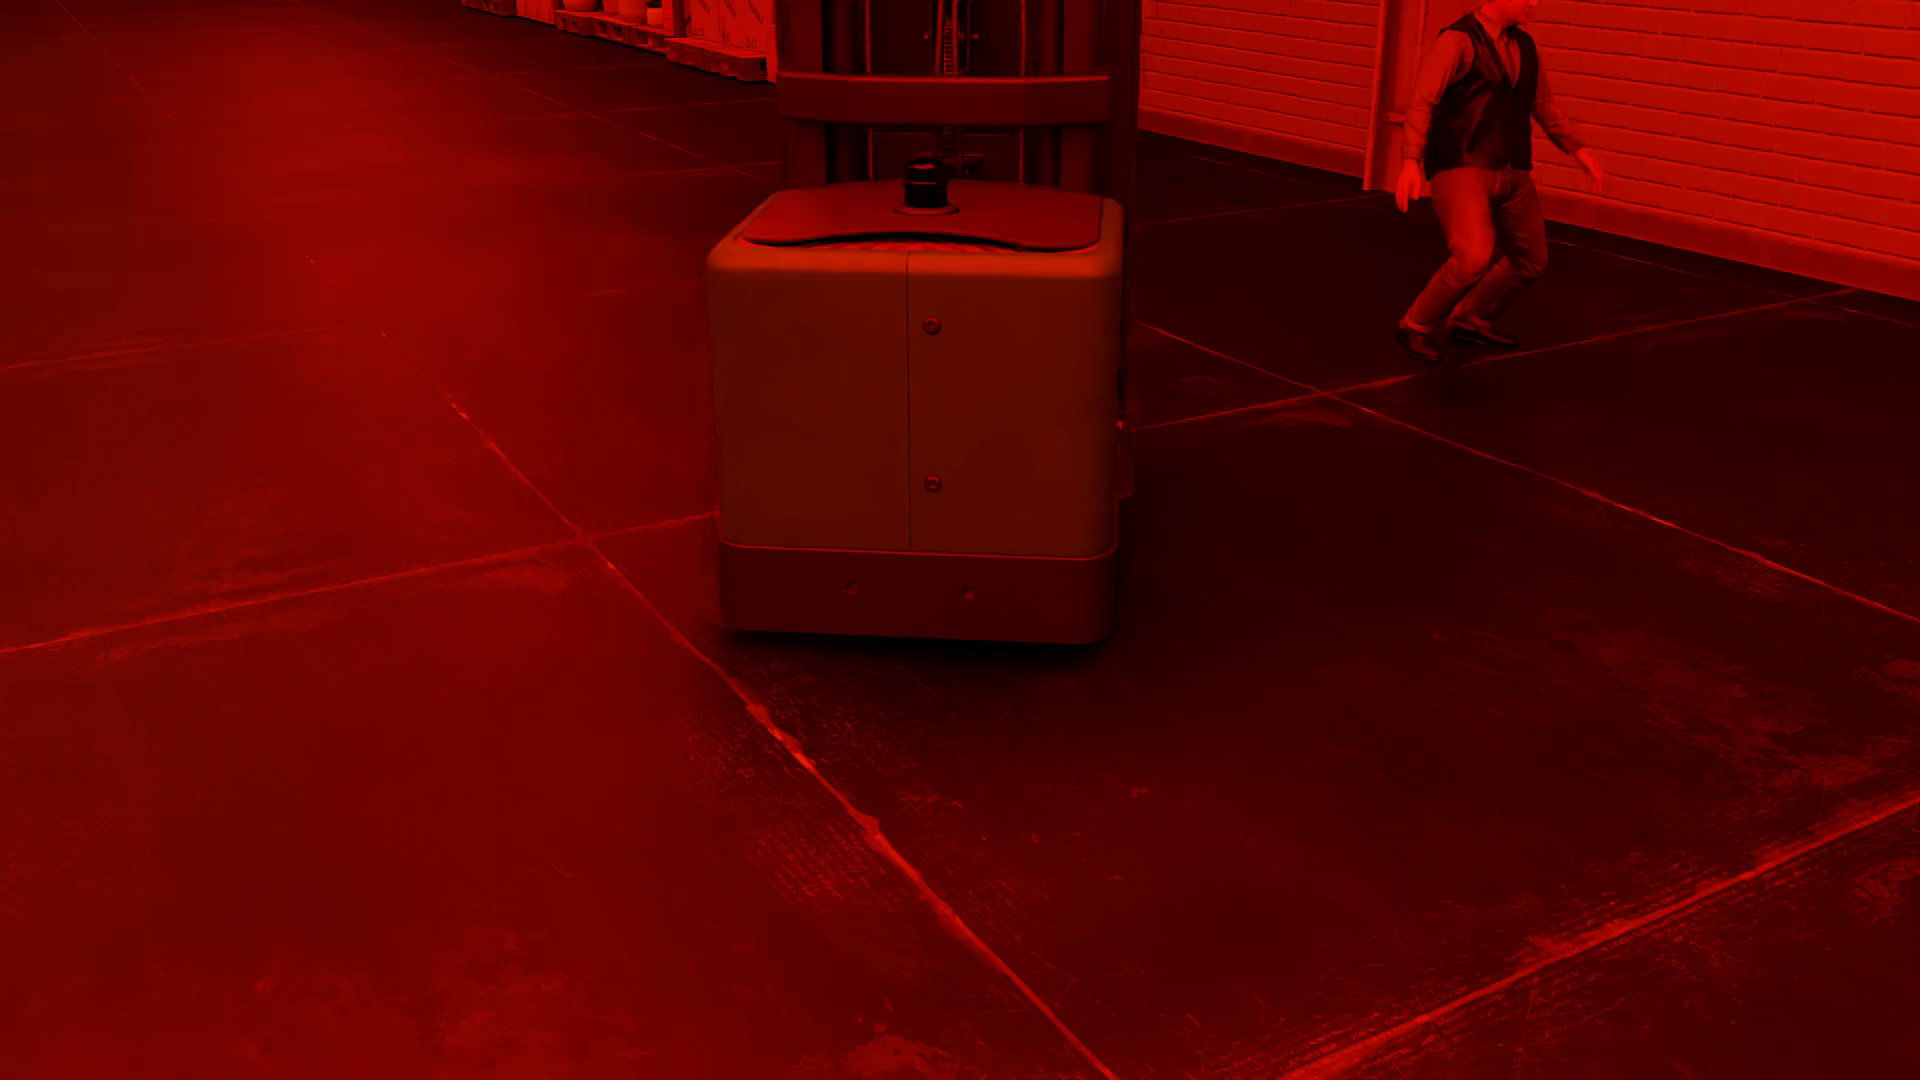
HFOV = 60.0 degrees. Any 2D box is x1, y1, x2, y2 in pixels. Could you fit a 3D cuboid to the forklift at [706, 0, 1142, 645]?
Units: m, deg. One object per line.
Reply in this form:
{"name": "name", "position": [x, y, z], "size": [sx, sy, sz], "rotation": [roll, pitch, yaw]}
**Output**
{"name": "forklift", "position": [0.019, -1.607, 5.189], "size": [1.130, 2.935, 3.031], "rotation": [2, 22, 5]}

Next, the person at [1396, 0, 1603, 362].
{"name": "person", "position": [2.121, -1.477, 6.650], "size": [0.925, 1.608, 0.633], "rotation": [-11, 25, -26]}
